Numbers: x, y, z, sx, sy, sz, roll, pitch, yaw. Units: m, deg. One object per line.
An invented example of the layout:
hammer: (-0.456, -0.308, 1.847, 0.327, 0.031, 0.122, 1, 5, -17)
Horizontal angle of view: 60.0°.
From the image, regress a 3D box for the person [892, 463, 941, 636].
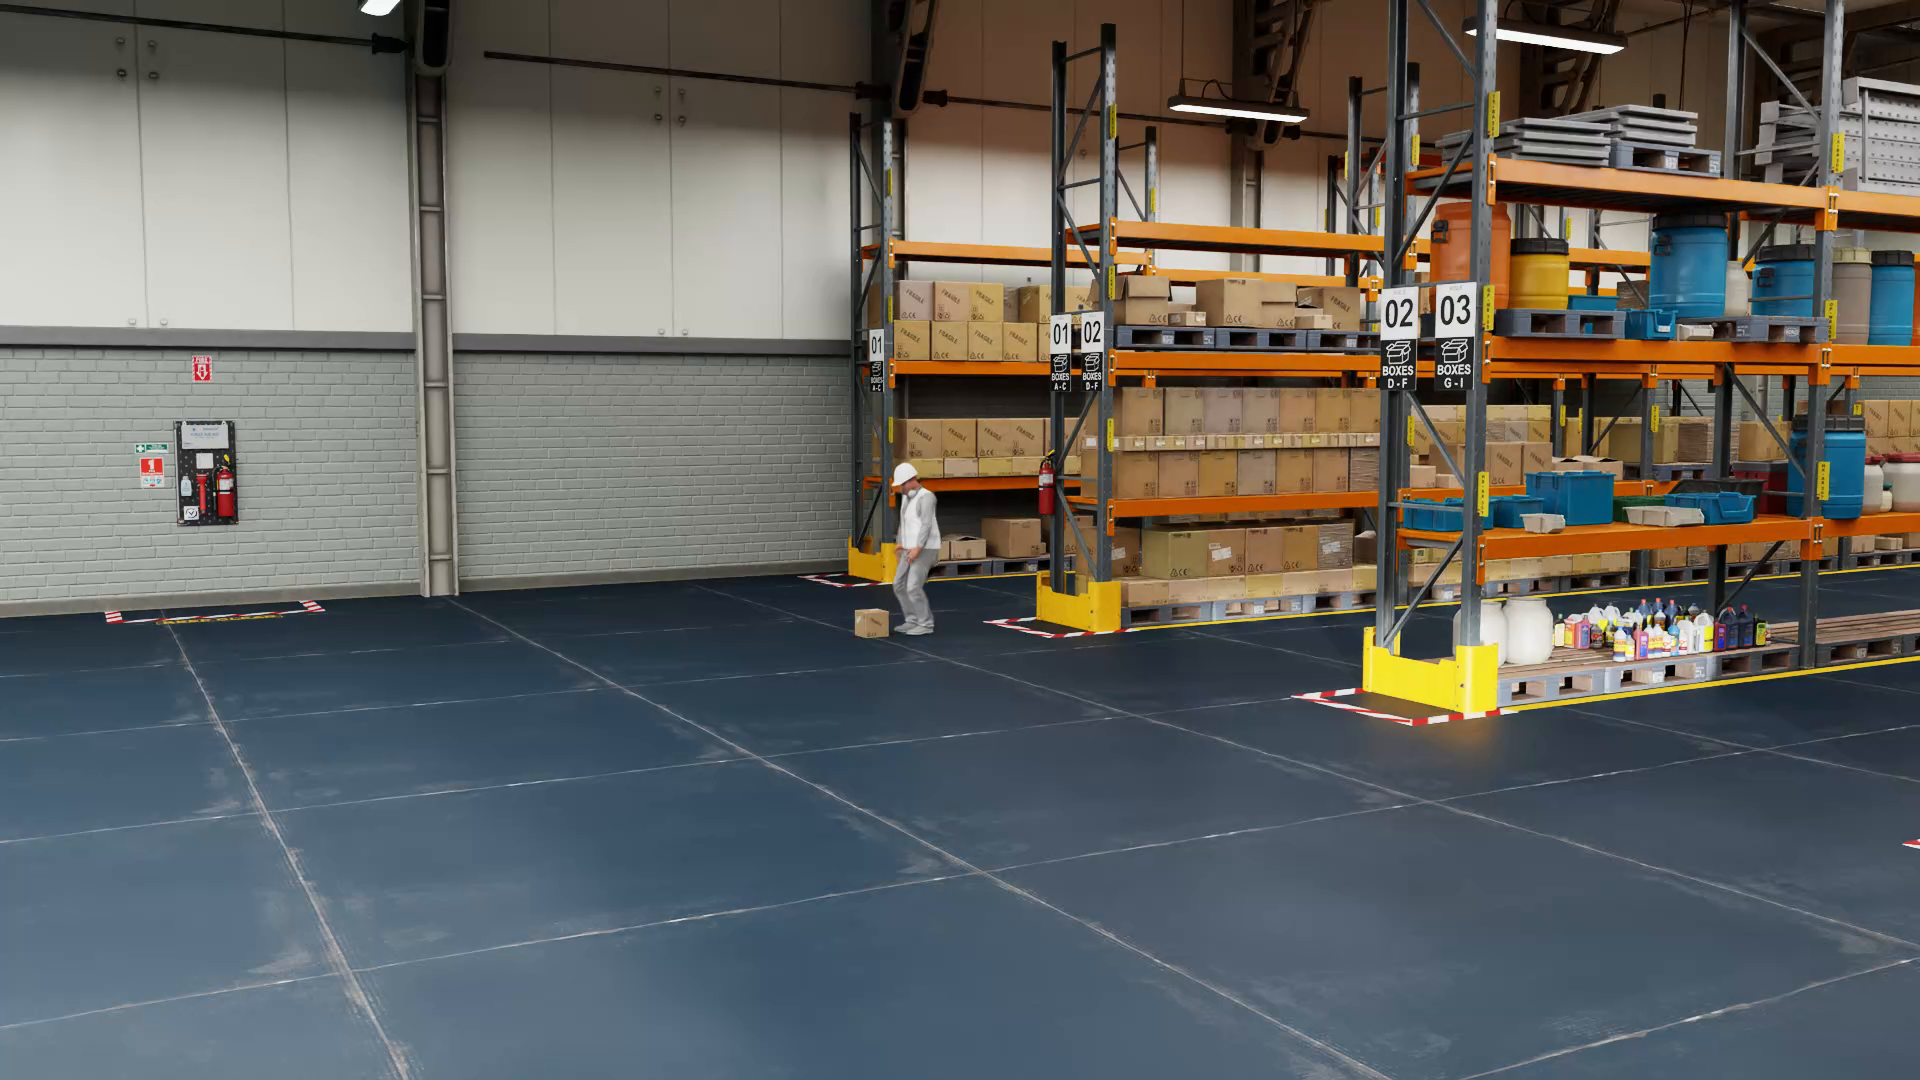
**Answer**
person: (-0.445, 0.086, 16.536, 0.495, 1.708, 0.563, -3, 6, -27)
